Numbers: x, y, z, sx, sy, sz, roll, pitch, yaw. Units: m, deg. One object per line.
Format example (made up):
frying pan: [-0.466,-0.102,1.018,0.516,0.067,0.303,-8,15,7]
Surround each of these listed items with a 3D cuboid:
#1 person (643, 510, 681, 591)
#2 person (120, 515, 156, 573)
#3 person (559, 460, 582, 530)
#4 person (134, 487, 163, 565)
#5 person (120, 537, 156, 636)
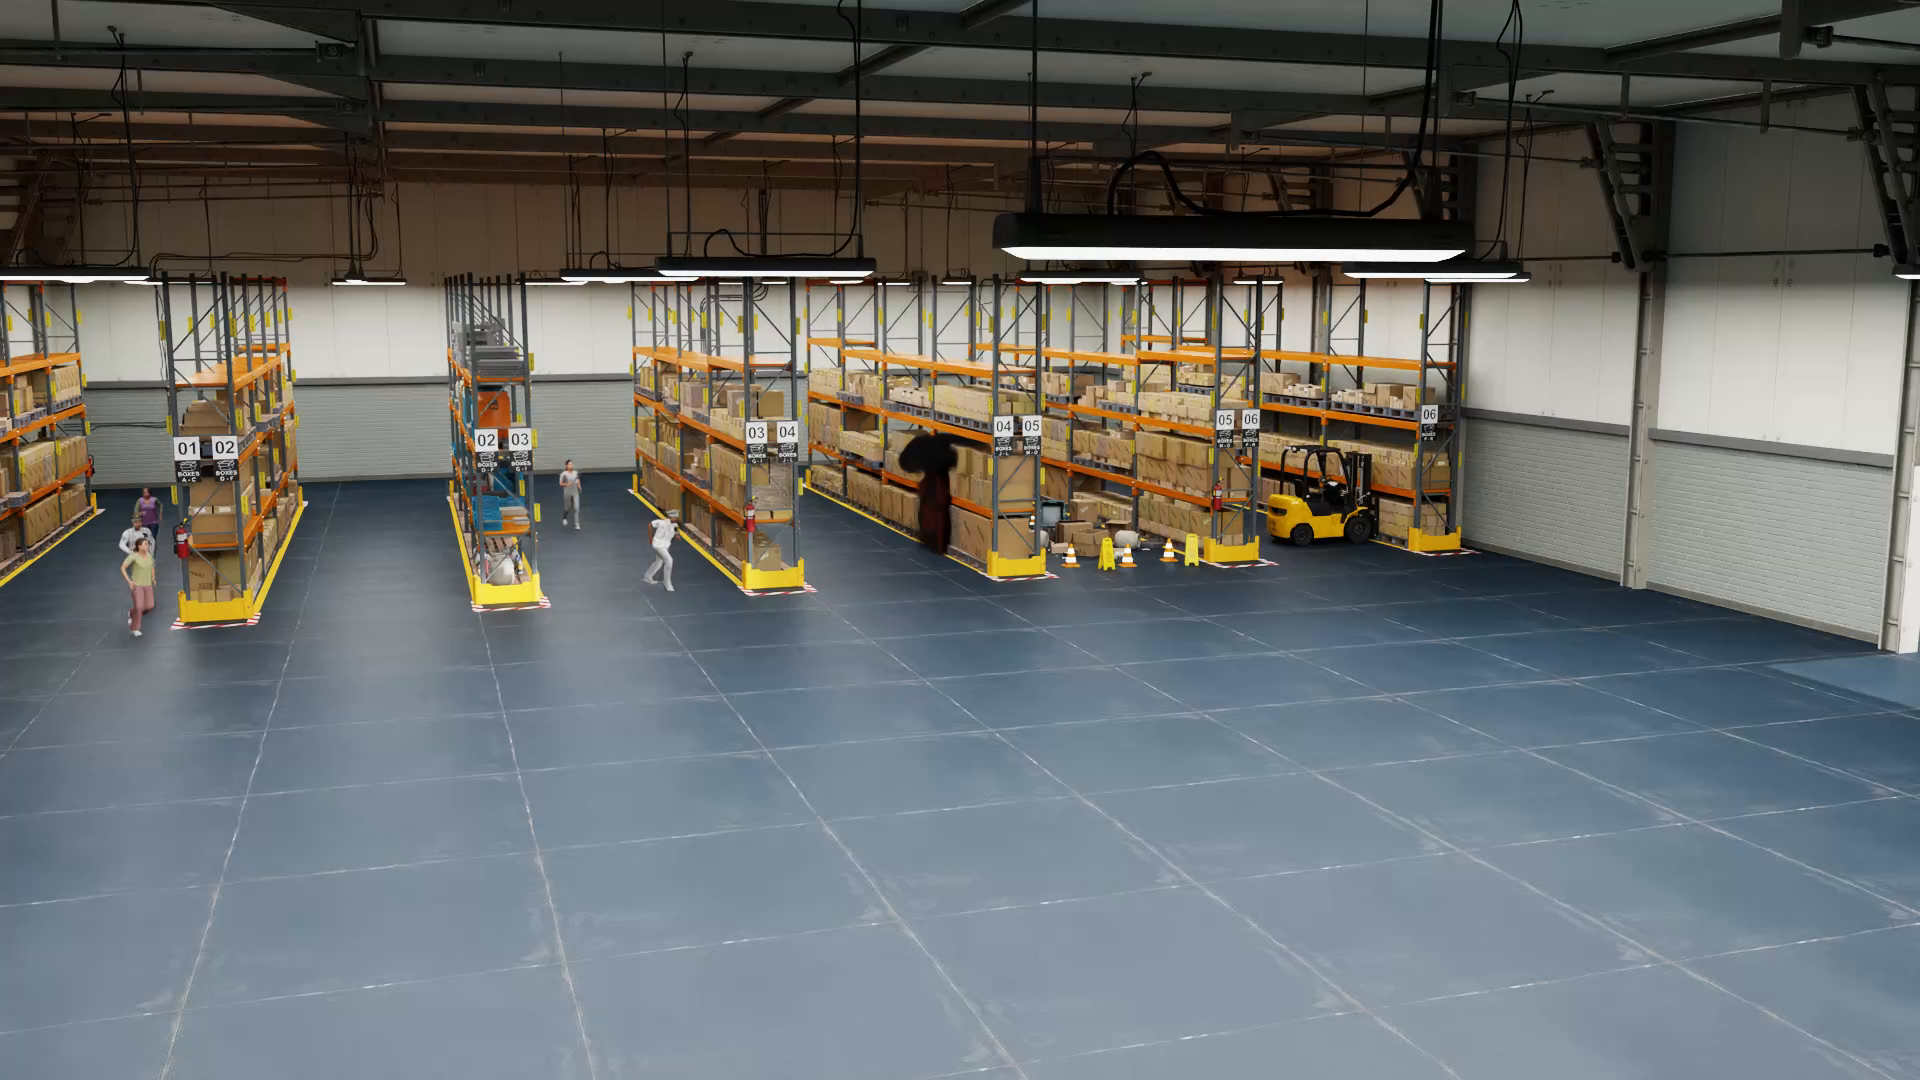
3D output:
person: [-5.740,0.195,31.845,0.935,1.607,0.623,6,10,33]
person: [-15.154,0.315,30.680,0.609,1.641,0.717,-5,10,-28]
person: [-9.296,-1.096,39.722,0.565,1.645,0.946,-5,10,-29]
person: [-16.928,-0.311,34.722,0.496,1.626,0.825,-2,9,-14]
person: [-13.727,0.756,27.826,0.563,1.612,0.617,5,10,31]
